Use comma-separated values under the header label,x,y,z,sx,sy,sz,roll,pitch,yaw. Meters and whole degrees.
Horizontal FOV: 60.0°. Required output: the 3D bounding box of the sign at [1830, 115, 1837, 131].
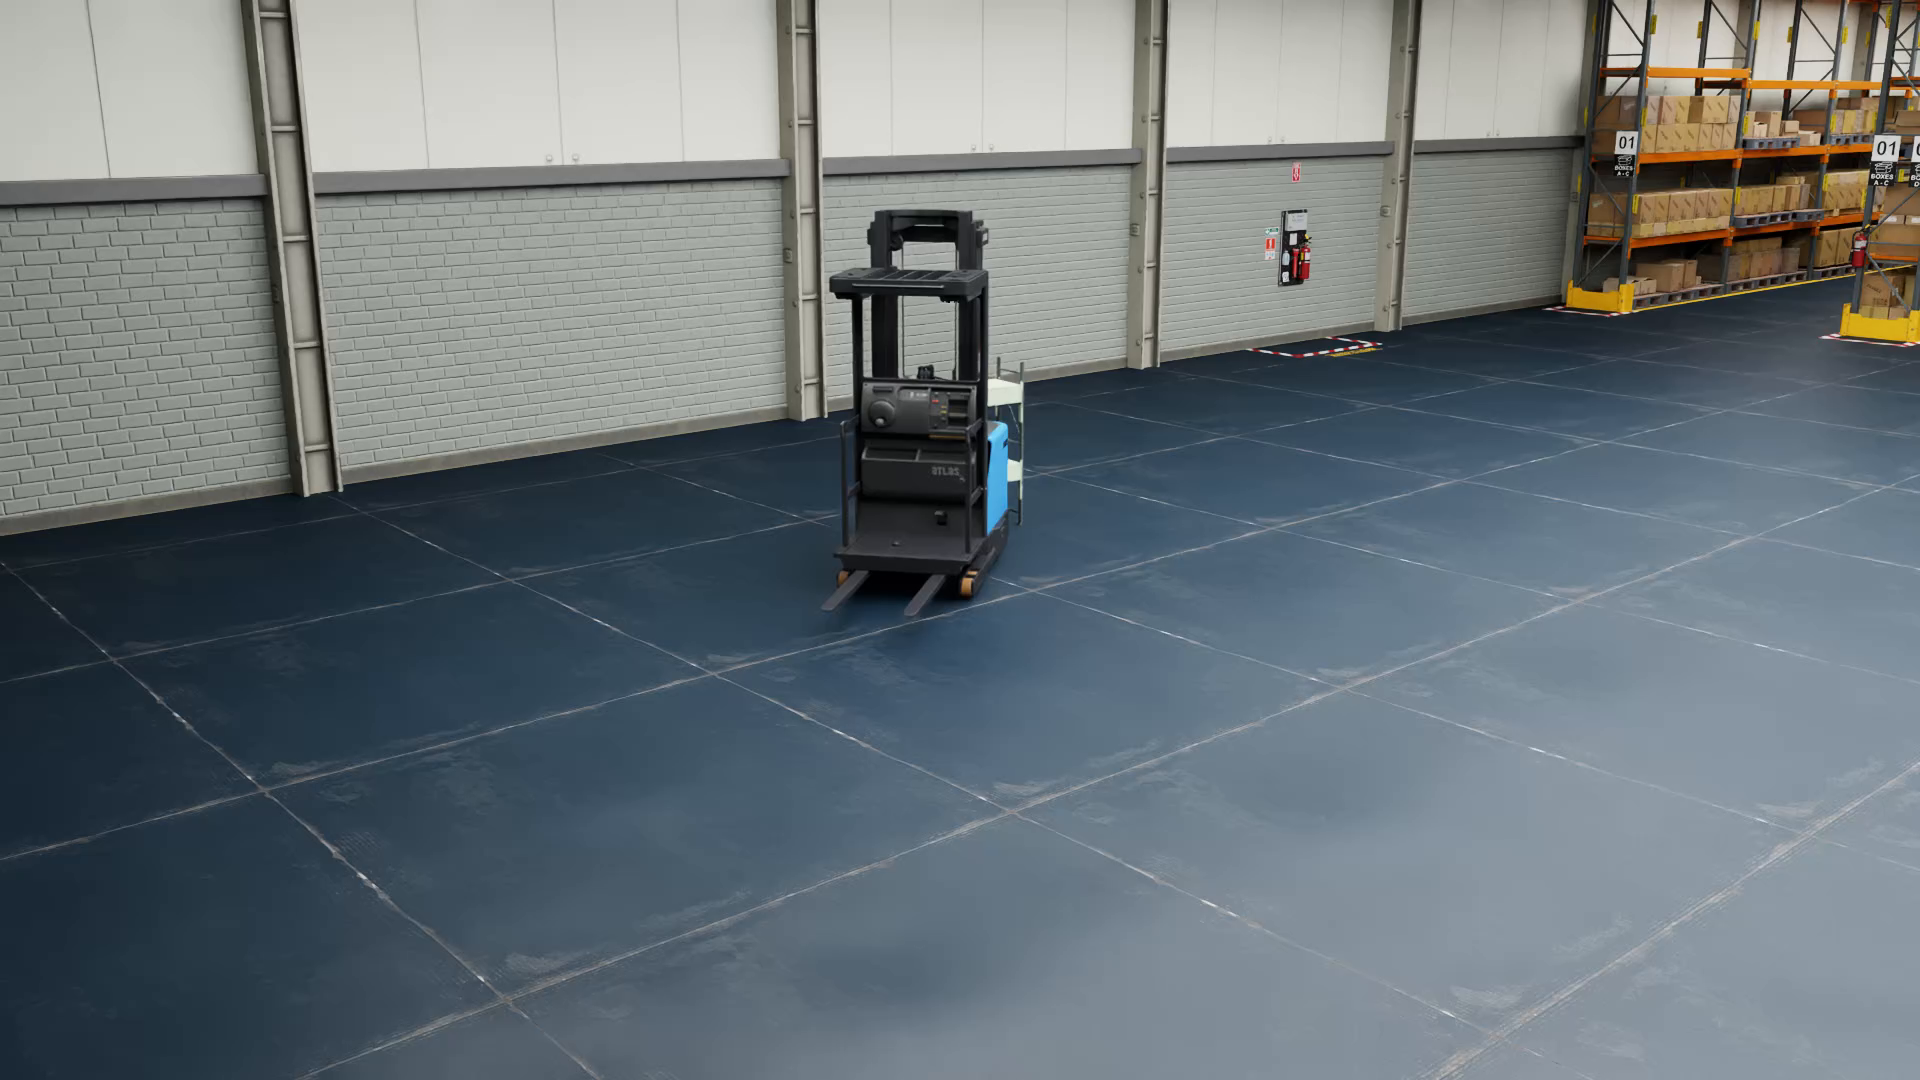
label,x,y,z,sx,sy,sz,roll,pitch,yaw
sign,18.140,-8.661,34.548,0.005,0.325,0.100,-13,19,-39

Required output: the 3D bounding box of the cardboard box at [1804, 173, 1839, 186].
label,x,y,z,sx,sy,sz,roll,pitch,yaw
cardboard box,18.319,-7.664,35.366,0.500,0.250,0.500,-12,19,-38

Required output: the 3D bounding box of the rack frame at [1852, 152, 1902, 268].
label,x,y,z,sx,sy,sz,roll,pitch,yaw
rack frame,20.803,-7.746,37.935,0.127,3.000,1.000,-13,19,-39

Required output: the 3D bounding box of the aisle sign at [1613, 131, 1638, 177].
label,x,y,z,sx,sy,sz,roll,pitch,yaw
aisle sign,11.893,-6.898,29.725,0.004,0.787,0.394,-13,19,-39

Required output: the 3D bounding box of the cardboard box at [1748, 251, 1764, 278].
label,x,y,z,sx,sy,sz,roll,pitch,yaw
cardboard box,16.081,-5.699,34.264,0.500,0.500,0.700,-12,19,-39

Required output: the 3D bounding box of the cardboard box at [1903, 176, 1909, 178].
label,x,y,z,sx,sy,sz,roll,pitch,yaw
cardboard box,21.777,-8.102,38.687,0.700,0.700,0.980,-13,20,-41

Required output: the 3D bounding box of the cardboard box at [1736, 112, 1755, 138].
label,x,y,z,sx,sy,sz,roll,pitch,yaw
cardboard box,15.233,-8.168,32.696,0.500,0.500,0.500,-9,18,-32

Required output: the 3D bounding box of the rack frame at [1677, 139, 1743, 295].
label,x,y,z,sx,sy,sz,roll,pitch,yaw
rack frame,14.768,-6.390,32.861,0.127,3.000,1.000,-13,19,-39

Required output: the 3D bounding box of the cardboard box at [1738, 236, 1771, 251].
label,x,y,z,sx,sy,sz,roll,pitch,yaw
cardboard box,16.421,-6.131,34.427,0.500,0.250,0.500,-13,20,-40

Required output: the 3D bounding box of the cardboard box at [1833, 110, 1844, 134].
label,x,y,z,sx,sy,sz,roll,pitch,yaw
cardboard box,18.479,-8.971,35.665,0.500,0.500,0.700,-14,20,-42

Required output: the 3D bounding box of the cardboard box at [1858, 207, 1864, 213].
label,x,y,z,sx,sy,sz,roll,pitch,yaw
cardboard box,19.747,-7.315,36.770,0.250,0.149,0.380,-13,20,-41

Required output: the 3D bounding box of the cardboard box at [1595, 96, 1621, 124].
label,x,y,z,sx,sy,sz,roll,pitch,yaw
cardboard box,11.904,-7.827,30.257,0.500,0.500,0.500,-12,19,-37

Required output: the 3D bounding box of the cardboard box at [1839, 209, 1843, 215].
label,x,y,z,sx,sy,sz,roll,pitch,yaw
cardboard box,18.937,-7.149,36.149,0.250,0.149,0.380,-12,19,-38

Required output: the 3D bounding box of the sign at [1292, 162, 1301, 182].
label,x,y,z,sx,sy,sz,roll,pitch,yaw
sign,5.224,-5.710,25.823,0.199,0.298,0.001,-13,19,-39

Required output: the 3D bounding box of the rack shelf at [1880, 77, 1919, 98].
label,x,y,z,sx,sy,sz,roll,pitch,yaw
rack shelf,16.514,-7.445,27.355,4.000,0.370,1.077,-13,19,-39

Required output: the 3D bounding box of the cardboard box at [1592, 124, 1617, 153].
label,x,y,z,sx,sy,sz,roll,pitch,yaw
cardboard box,11.899,-7.340,30.371,0.500,0.500,0.500,-11,18,-35

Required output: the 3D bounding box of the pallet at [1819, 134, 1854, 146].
label,x,y,z,sx,sy,sz,roll,pitch,yaw
pallet,18.236,-8.545,35.482,1.003,0.211,1.213,-12,19,-37

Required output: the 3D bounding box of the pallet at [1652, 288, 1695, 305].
label,x,y,z,sx,sy,sz,roll,pitch,yaw
pallet,13.364,-4.715,31.992,1.213,0.211,1.003,-13,19,-39

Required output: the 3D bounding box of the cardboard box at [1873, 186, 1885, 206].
label,x,y,z,sx,sy,sz,roll,pitch,yaw
cardboard box,20.242,-7.732,37.074,0.500,0.500,0.500,-12,19,-39

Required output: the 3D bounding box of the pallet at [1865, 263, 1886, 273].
label,x,y,z,sx,sy,sz,roll,pitch,yaw
pallet,20.270,-6.253,37.751,1.213,0.211,1.003,-13,19,-39

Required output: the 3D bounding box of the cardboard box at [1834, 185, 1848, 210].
label,x,y,z,sx,sy,sz,roll,pitch,yaw
cardboard box,18.721,-7.389,35.791,0.500,0.500,0.500,-12,19,-38

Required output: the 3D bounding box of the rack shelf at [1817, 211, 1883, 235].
label,x,y,z,sx,sy,sz,roll,pitch,yaw
rack shelf,19.294,-7.059,36.759,4.000,0.370,1.077,-13,19,-39

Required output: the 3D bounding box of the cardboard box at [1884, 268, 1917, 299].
label,x,y,z,sx,sy,sz,roll,pitch,yaw
cardboard box,15.959,-4.307,28.122,0.500,0.500,0.500,-13,19,-39

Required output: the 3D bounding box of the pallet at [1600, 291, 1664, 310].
label,x,y,z,sx,sy,sz,roll,pitch,yaw
pallet,12.444,-4.509,31.222,1.213,0.211,1.003,-13,19,-39

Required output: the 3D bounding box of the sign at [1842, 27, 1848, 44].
label,x,y,z,sx,sy,sz,roll,pitch,yaw
sign,18.149,-10.352,34.104,0.005,0.325,0.100,-13,19,-39

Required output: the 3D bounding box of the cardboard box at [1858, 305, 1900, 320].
label,x,y,z,sx,sy,sz,roll,pitch,yaw
cardboard box,15.216,-3.772,27.573,0.500,0.250,0.500,-13,19,-39

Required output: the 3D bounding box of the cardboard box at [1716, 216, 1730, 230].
label,x,y,z,sx,sy,sz,roll,pitch,yaw
cardboard box,14.610,-6.188,32.357,0.500,0.250,0.500,-13,19,-39

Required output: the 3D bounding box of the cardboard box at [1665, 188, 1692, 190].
label,x,y,z,sx,sy,sz,roll,pitch,yaw
cardboard box,13.884,-6.564,32.310,0.500,0.500,0.500,-13,20,-40

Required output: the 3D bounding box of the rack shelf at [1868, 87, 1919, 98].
label,x,y,z,sx,sy,sz,roll,pitch,yaw
rack shelf,22.312,-10.442,38.574,4.000,0.370,1.077,-13,19,-39

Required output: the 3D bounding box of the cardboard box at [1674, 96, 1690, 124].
label,x,y,z,sx,sy,sz,roll,pitch,yaw
cardboard box,12.991,-7.885,30.475,0.500,0.500,0.500,-12,19,-38

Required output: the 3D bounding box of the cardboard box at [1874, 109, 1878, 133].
label,x,y,z,sx,sy,sz,roll,pitch,yaw
cardboard box,20.067,-9.328,37.000,0.500,0.500,0.700,-14,20,-42

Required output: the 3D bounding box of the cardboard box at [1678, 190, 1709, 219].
label,x,y,z,sx,sy,sz,roll,pitch,yaw
cardboard box,13.855,-6.381,31.624,0.500,0.500,0.500,-13,20,-41

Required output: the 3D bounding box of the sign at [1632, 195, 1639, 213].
label,x,y,z,sx,sy,sz,roll,pitch,yaw
sign,12.107,-6.025,29.817,0.005,0.325,0.100,-13,19,-39

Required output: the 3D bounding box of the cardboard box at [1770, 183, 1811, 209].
label,x,y,z,sx,sy,sz,roll,pitch,yaw
cardboard box,17.437,-7.247,35.023,0.700,0.500,0.500,13,20,40

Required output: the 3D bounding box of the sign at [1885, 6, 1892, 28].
label,x,y,z,sx,sy,sz,roll,pitch,yaw
sign,14.660,-8.245,26.216,0.005,0.325,0.100,-13,19,-39

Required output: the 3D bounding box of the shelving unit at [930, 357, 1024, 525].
label,x,y,z,sx,sy,sz,roll,pitch,yaw
shelving unit,0.153,-0.857,15.050,0.755,1.500,0.431,-10,18,-33

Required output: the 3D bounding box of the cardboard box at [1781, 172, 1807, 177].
label,x,y,z,sx,sy,sz,roll,pitch,yaw
cardboard box,17.957,-7.759,35.724,0.500,0.250,0.500,-12,19,-38

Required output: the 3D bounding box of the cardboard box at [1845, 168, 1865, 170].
label,x,y,z,sx,sy,sz,roll,pitch,yaw
cardboard box,20.285,-8.282,37.682,0.500,0.250,0.500,-12,19,-38

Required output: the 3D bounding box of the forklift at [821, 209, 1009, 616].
label,x,y,z,sx,sy,sz,roll,pitch,yaw
forklift,-0.367,-1.061,13.043,1.130,2.935,3.031,3,15,11

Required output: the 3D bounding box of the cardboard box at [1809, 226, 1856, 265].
label,x,y,z,sx,sy,sz,roll,pitch,yaw
cardboard box,19.091,-6.478,36.543,0.750,0.750,0.750,-13,20,-40

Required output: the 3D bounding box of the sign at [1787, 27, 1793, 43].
label,x,y,z,sx,sy,sz,roll,pitch,yaw
sign,17.418,-10.602,34.885,0.005,0.325,0.100,-13,19,-39

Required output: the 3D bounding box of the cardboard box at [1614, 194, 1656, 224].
label,x,y,z,sx,sy,sz,roll,pitch,yaw
cardboard box,12.308,-6.035,30.328,0.500,0.500,0.500,-13,19,-39

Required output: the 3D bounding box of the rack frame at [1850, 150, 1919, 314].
label,x,y,z,sx,sy,sz,roll,pitch,yaw
rack frame,15.005,-4.749,26.716,0.127,3.000,1.000,-13,19,-39

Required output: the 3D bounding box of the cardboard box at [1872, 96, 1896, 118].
label,x,y,z,sx,sy,sz,roll,pitch,yaw
cardboard box,21.177,-9.900,38.016,0.500,0.500,0.500,-13,20,-40

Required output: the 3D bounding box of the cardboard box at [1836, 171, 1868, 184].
label,x,y,z,sx,sy,sz,roll,pitch,yaw
cardboard box,19.458,-7.923,36.337,0.500,0.250,0.500,-13,20,-40

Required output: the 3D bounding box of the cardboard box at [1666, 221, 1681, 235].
label,x,y,z,sx,sy,sz,roll,pitch,yaw
cardboard box,13.098,-5.847,31.078,0.500,0.250,0.500,-13,20,-40

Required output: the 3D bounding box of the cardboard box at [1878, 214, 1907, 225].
label,x,y,z,sx,sy,sz,roll,pitch,yaw
cardboard box,15.168,-5.213,27.001,0.250,0.149,0.380,-13,20,-40

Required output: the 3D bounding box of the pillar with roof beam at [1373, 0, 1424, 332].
label,x,y,z,sx,sy,sz,roll,pitch,yaw
pillar with roof beam,10.010,-7.044,23.682,0.400,9.000,9.100,-13,19,-39

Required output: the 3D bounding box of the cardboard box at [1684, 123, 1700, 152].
label,x,y,z,sx,sy,sz,roll,pitch,yaw
cardboard box,13.375,-7.496,30.954,0.500,0.500,0.500,-11,19,-36

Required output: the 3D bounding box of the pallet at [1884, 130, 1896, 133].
label,x,y,z,sx,sy,sz,roll,pitch,yaw
pallet,21.427,-9.288,38.071,1.213,0.211,1.003,-13,19,-39

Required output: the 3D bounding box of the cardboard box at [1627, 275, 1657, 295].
label,x,y,z,sx,sy,sz,roll,pitch,yaw
cardboard box,12.761,-4.823,31.349,0.500,0.311,0.500,-11,18,-35

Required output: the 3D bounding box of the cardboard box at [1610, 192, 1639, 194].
label,x,y,z,sx,sy,sz,roll,pitch,yaw
cardboard box,12.353,-6.217,31.010,0.500,0.500,0.500,-12,19,-39

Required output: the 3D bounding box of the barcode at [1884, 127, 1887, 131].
label,x,y,z,sx,sy,sz,roll,pitch,yaw
barcode,14.916,-6.624,26.797,0.075,0.075,0.001,-13,19,-39

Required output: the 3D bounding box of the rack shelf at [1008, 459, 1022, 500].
label,x,y,z,sx,sy,sz,roll,pitch,yaw
rack shelf,0.153,-0.542,15.134,0.720,0.370,0.431,-10,18,-33

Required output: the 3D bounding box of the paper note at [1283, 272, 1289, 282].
label,x,y,z,sx,sy,sz,roll,pitch,yaw
paper note,5.116,-4.130,26.106,0.142,0.148,0.016,-13,19,-39

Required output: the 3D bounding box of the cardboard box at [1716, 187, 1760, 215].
label,x,y,z,sx,sy,sz,roll,pitch,yaw
cardboard box,15.601,-6.824,33.439,0.500,0.500,0.700,-10,18,-34

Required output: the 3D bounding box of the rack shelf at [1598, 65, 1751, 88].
label,x,y,z,sx,sy,sz,roll,pitch,yaw
rack shelf,13.259,-8.601,30.912,4.000,0.370,1.077,-13,19,-39
